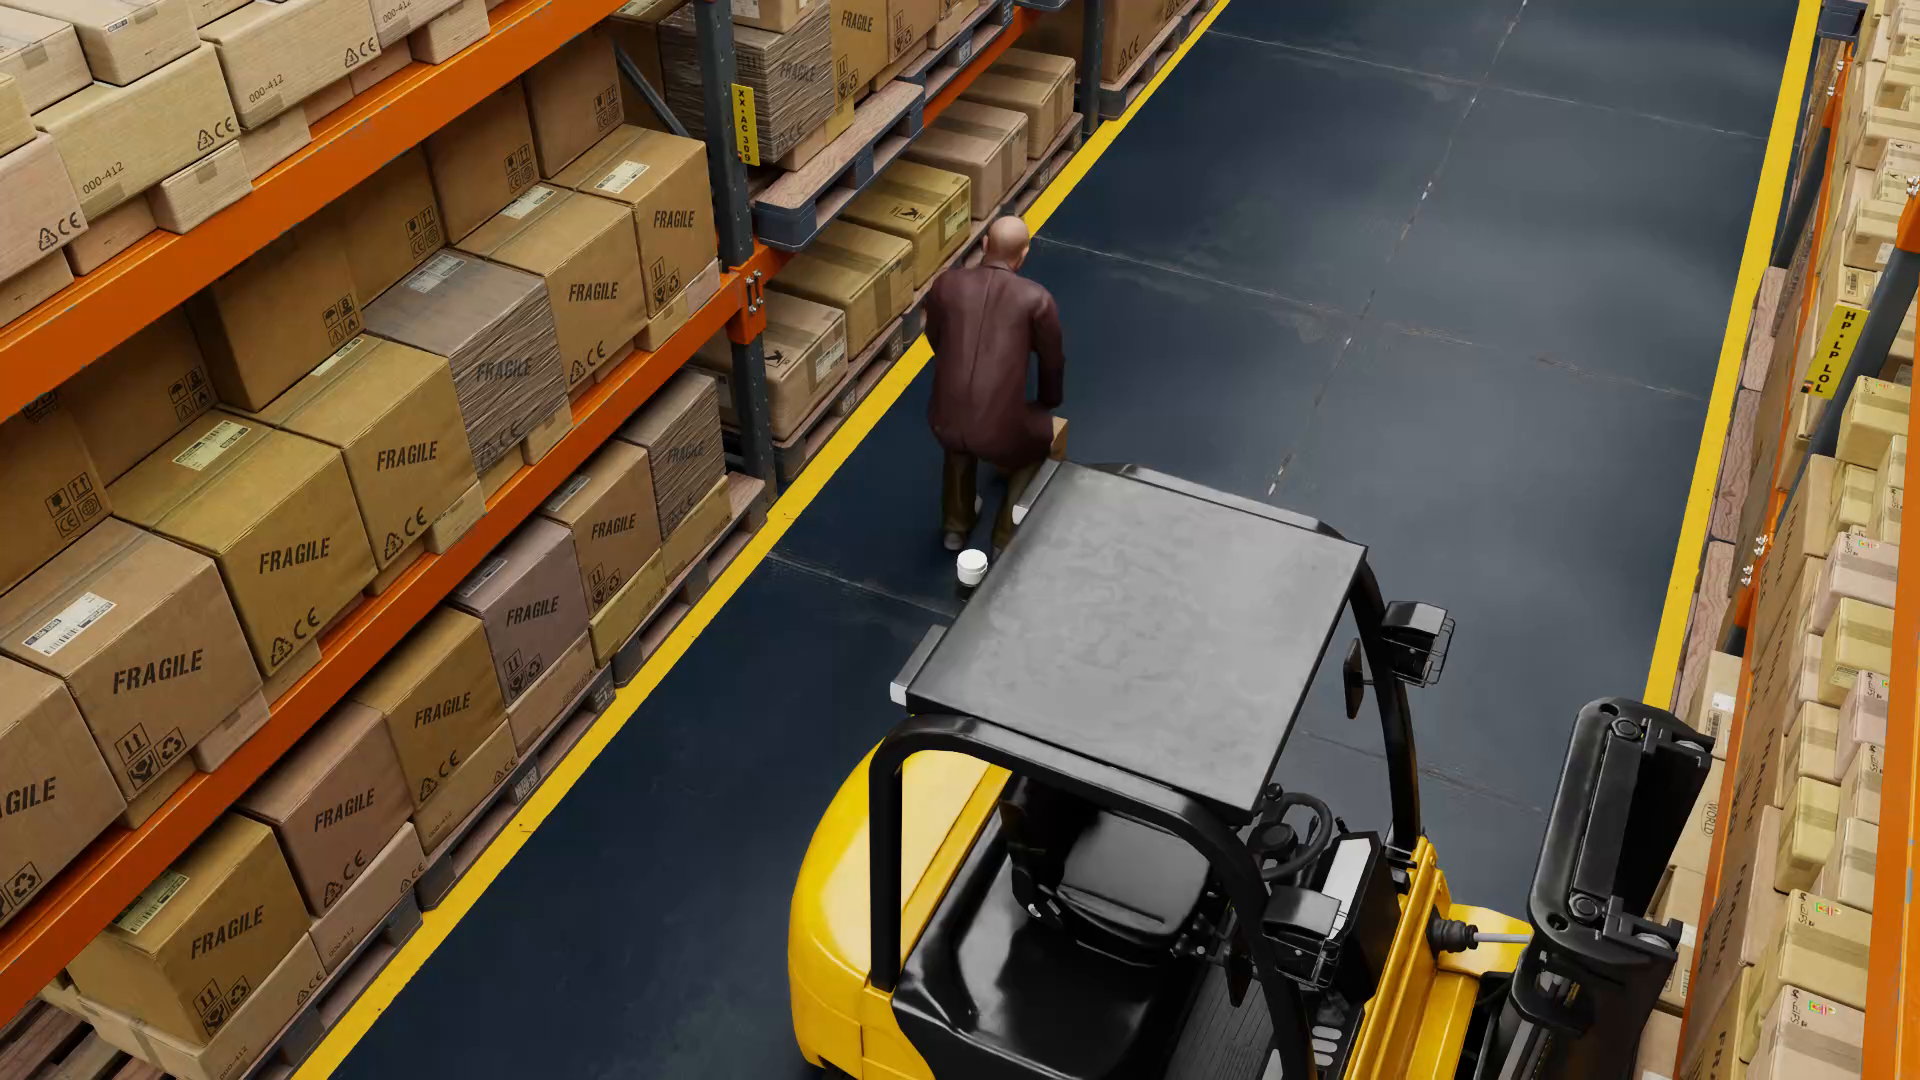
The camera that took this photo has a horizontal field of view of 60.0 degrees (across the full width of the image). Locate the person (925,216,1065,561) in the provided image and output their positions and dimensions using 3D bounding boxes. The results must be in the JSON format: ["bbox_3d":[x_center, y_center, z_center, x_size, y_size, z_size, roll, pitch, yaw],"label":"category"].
[{"bbox_3d":[0.112,-0.608,7.087,0.630,1.482,0.681,17,44,18],"label":"person"}]
